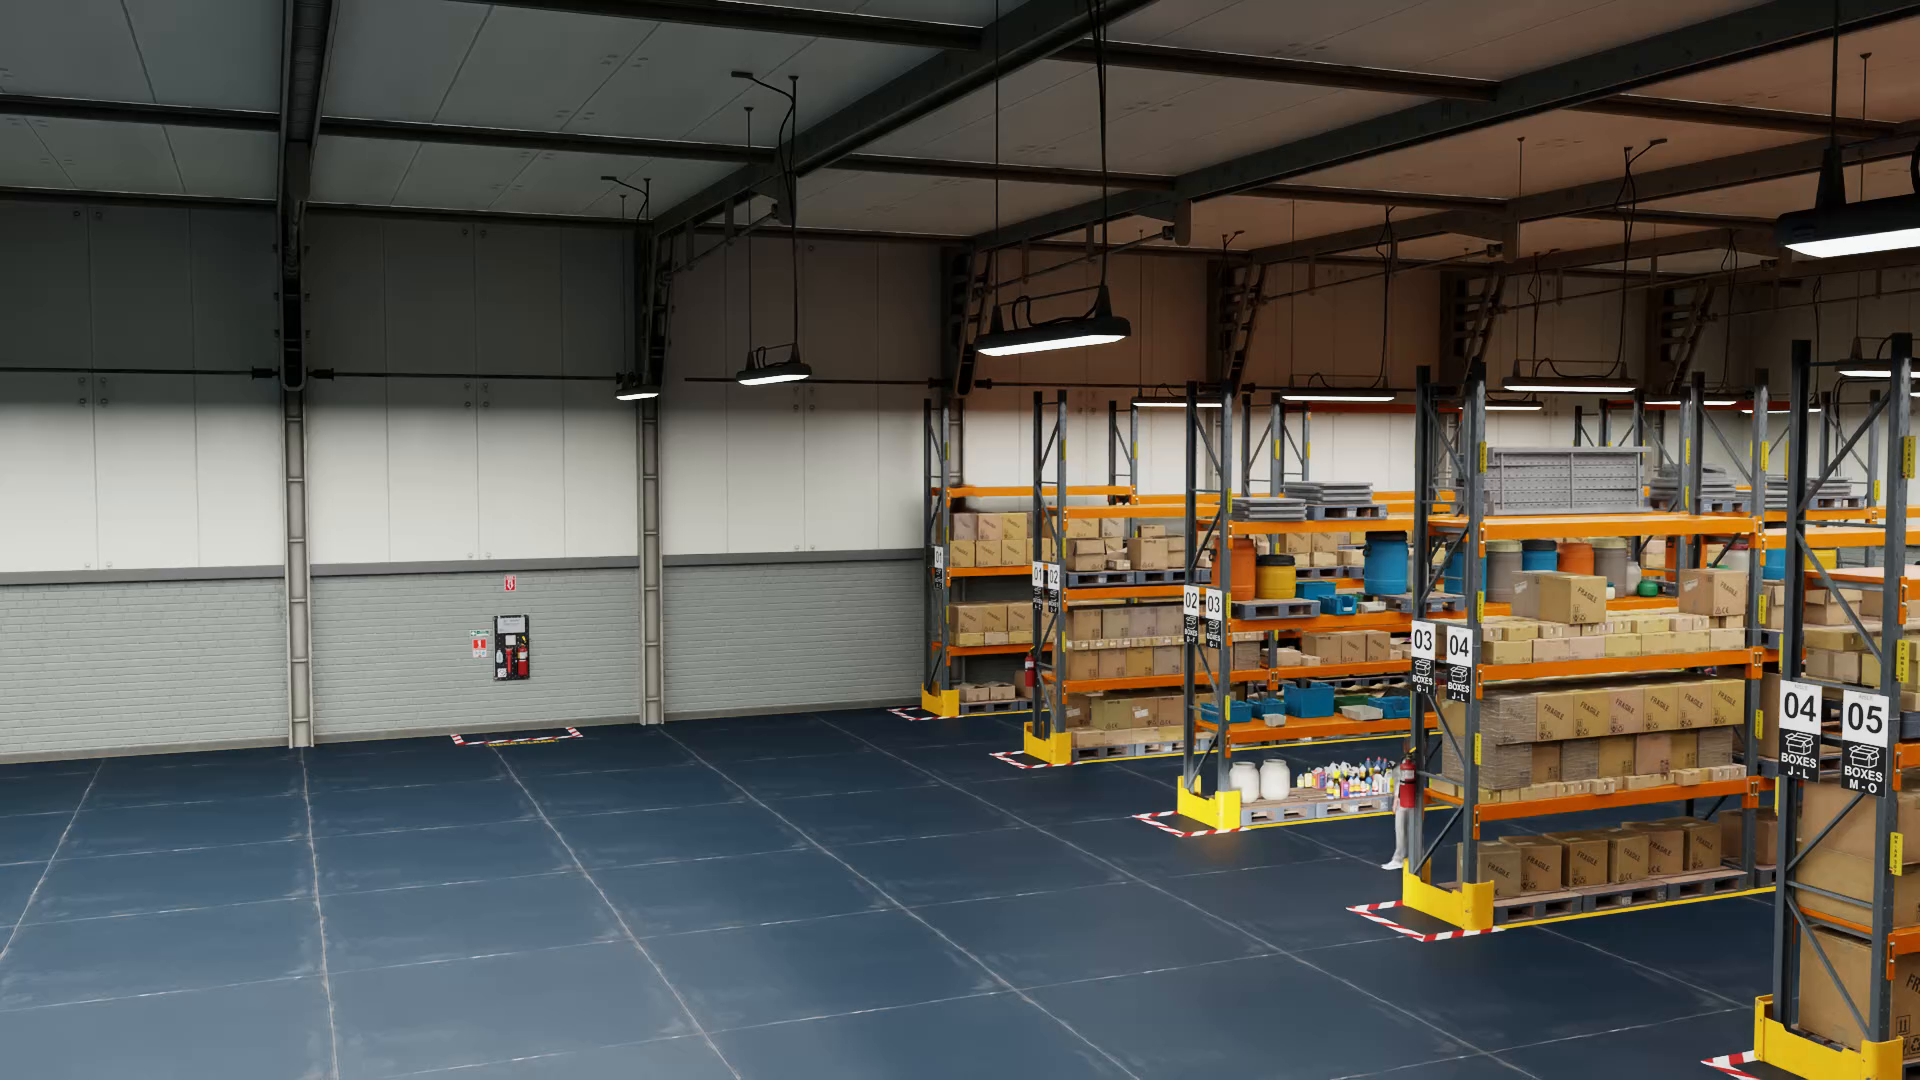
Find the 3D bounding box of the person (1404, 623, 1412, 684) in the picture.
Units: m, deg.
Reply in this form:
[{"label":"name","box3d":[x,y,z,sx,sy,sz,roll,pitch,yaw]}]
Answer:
[{"label":"person","box3d":[8.760,2.391,31.943,0.655,1.763,0.390,-2,4,-34]}]

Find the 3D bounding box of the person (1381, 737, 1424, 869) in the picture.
[{"label":"person","box3d":[5.389,3.190,20.158,0.487,1.617,0.431,2,4,28]}]
